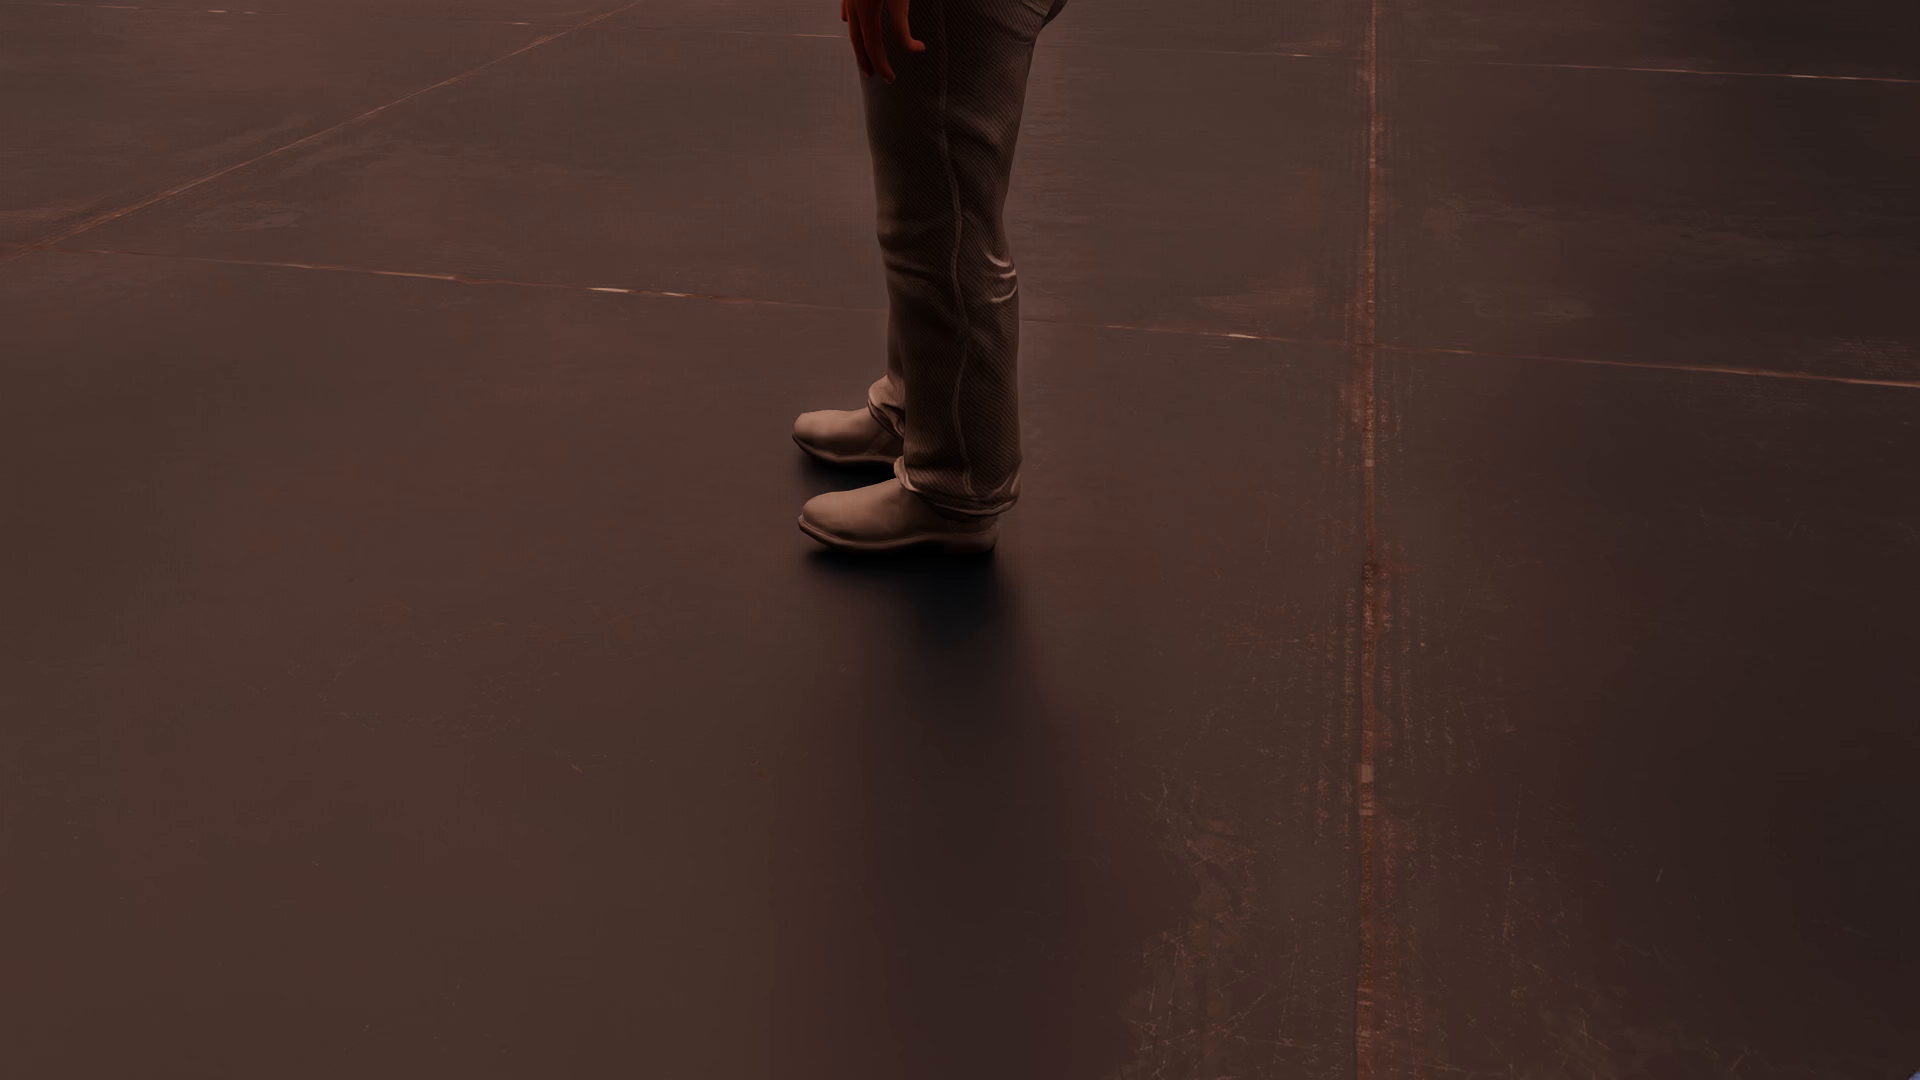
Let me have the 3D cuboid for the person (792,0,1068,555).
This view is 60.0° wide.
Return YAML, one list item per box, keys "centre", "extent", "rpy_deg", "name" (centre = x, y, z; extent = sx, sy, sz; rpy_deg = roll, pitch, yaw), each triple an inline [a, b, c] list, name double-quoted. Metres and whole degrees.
- centre: [-0.059, -0.808, 2.116]
  extent: [0.568, 1.773, 0.632]
  rpy_deg: [6, 27, 11]
  name: "person"
